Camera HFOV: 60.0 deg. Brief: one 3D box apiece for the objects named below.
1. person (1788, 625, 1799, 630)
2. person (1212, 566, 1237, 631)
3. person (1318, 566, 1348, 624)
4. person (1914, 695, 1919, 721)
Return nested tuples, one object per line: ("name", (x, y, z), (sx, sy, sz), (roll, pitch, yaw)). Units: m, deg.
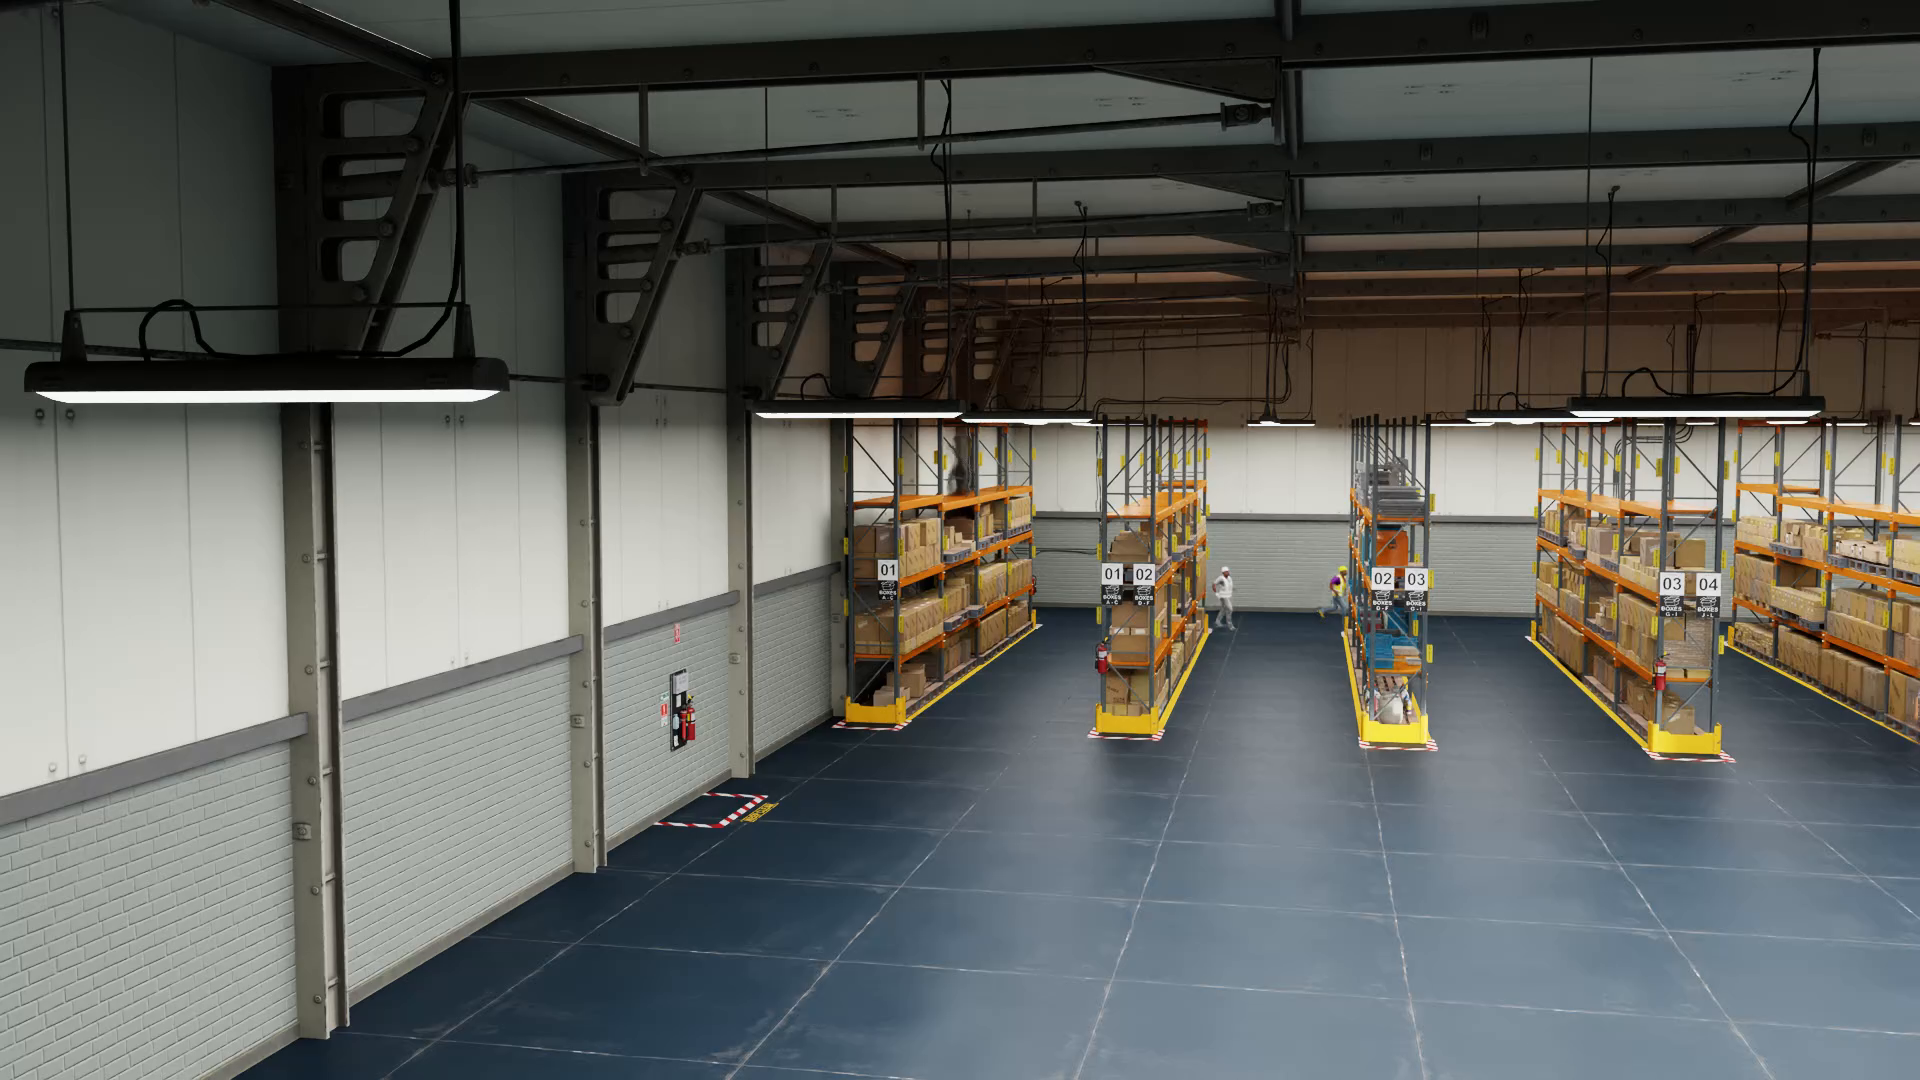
("person", (22.274, 1.929, 44.211), (0.763, 1.707, 0.521), (-1, 4, -15))
("person", (7.586, 1.668, 47.565), (0.789, 1.833, 0.708), (3, 5, 36))
("person", (11.006, 1.631, 48.663), (1.071, 1.751, 0.699), (2, 4, 27))
("person", (16.504, 3.061, 27.981), (0.662, 1.596, 0.627), (0, 4, -2))
